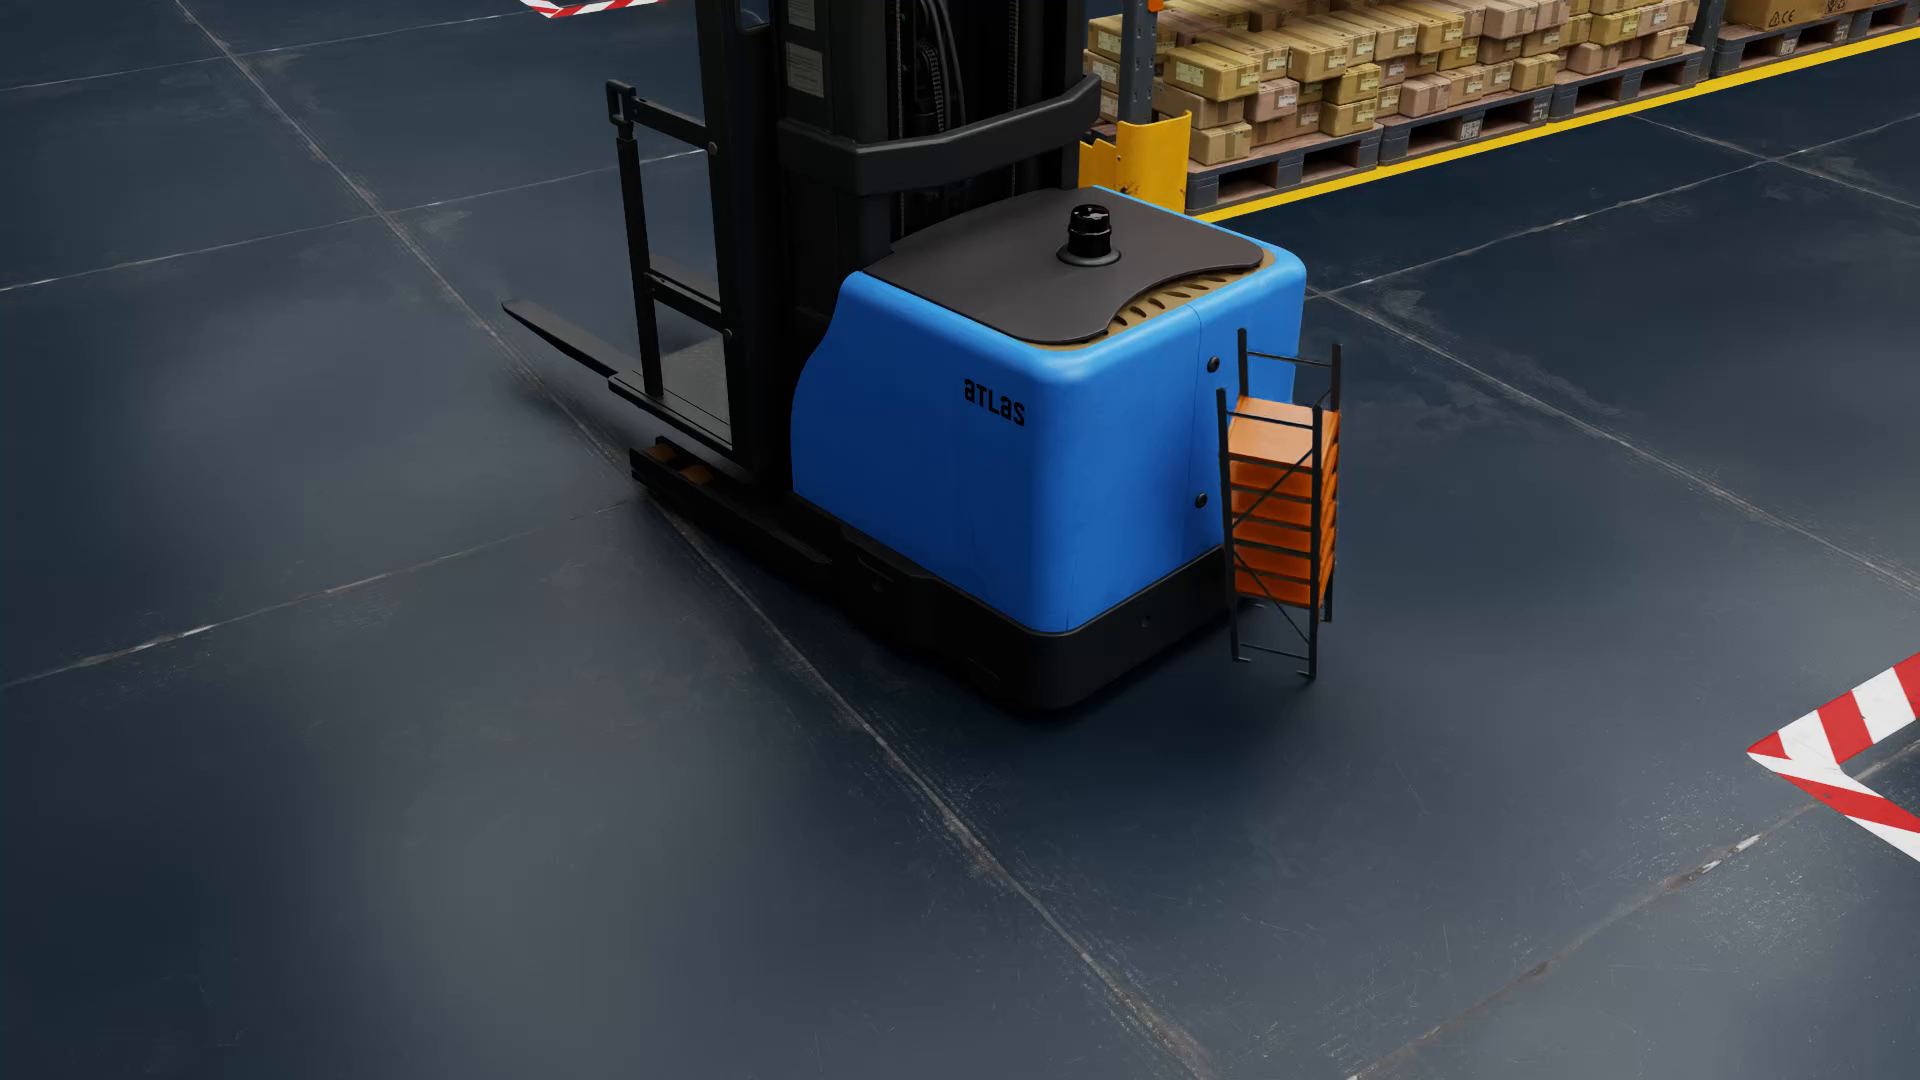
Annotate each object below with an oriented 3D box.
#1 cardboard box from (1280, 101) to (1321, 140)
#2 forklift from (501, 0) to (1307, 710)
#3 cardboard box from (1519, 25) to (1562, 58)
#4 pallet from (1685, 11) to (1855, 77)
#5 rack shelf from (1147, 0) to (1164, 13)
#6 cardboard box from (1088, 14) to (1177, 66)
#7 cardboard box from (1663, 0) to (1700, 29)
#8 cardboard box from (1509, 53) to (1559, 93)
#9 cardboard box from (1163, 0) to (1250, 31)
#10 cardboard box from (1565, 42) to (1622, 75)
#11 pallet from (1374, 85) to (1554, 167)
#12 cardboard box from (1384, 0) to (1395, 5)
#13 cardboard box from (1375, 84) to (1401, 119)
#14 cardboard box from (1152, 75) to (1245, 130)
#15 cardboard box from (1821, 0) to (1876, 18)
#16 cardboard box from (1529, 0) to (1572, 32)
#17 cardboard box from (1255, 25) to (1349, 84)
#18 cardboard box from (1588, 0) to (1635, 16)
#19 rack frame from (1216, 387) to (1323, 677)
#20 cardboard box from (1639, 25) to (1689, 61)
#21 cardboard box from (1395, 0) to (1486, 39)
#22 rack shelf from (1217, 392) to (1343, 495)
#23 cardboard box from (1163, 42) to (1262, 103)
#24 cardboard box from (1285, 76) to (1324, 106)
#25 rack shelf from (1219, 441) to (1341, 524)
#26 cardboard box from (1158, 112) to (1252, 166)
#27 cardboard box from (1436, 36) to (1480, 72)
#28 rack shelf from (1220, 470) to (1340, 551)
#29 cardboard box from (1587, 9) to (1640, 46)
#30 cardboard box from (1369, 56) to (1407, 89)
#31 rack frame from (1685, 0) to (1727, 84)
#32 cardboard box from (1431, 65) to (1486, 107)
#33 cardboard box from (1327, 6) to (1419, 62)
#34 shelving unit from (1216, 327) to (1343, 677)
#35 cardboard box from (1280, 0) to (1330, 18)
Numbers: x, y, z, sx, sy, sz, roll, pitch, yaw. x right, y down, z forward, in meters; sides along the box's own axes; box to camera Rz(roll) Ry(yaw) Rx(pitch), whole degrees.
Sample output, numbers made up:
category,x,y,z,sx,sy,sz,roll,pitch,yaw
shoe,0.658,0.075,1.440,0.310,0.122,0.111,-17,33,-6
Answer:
category,x,y,z,sx,sy,sz,roll,pitch,yaw
cardboard box,1.508,-2.062,7.986,0.250,0.149,0.380,-19,37,-27
forklift,-0.436,-1.482,4.852,1.130,2.935,3.031,-27,41,-36
cardboard box,2.879,-2.635,8.616,0.250,0.149,0.380,-18,36,-26
pallet,4.529,-3.098,9.963,1.213,0.211,1.003,-19,37,-27
rack shelf,2.194,-3.169,8.136,4.000,0.370,1.077,-19,37,-27
cardboard box,0.821,-2.385,7.941,0.250,0.149,0.380,-19,37,-27
cardboard box,3.783,-2.915,9.060,0.250,0.149,0.380,-18,37,-26
cardboard box,2.860,-2.458,8.613,0.250,0.149,0.380,-19,37,-27
cardboard box,1.212,-2.564,8.224,0.250,0.149,0.380,-20,37,-28
cardboard box,3.279,-2.614,8.861,0.250,0.149,0.380,-20,38,-29
pallet,2.303,-2.307,8.709,1.213,0.211,1.003,-19,37,-27
cardboard box,2.146,-2.828,8.642,0.250,0.149,0.380,-19,37,-27
cardboard box,1.945,-2.203,8.210,0.250,0.149,0.380,-19,37,-27
cardboard box,1.093,-2.029,7.655,0.250,0.149,0.380,-17,36,-25
cardboard box,5.084,-3.420,9.810,0.500,0.500,0.500,-17,36,-25
cardboard box,2.881,-2.729,8.485,0.250,0.149,0.380,-21,38,-30
cardboard box,1.585,-2.267,7.753,0.250,0.149,0.380,-19,37,-27
cardboard box,3.318,-2.888,8.738,0.250,0.149,0.380,-19,37,-28
rack frame,0.786,0.019,4.191,0.240,1.200,0.006,12,59,19
cardboard box,3.730,-2.757,9.088,0.250,0.149,0.380,-18,37,-27
cardboard box,2.392,-2.623,8.317,0.250,0.149,0.380,-19,37,-27
rack shelf,0.766,-0.232,3.980,0.258,0.103,0.180,12,59,19
cardboard box,1.138,-2.118,7.516,0.250,0.149,0.380,-21,38,-29
cardboard box,1.511,-2.193,7.915,0.250,0.149,0.380,-18,37,-27
rack shelf,0.785,-0.165,4.078,0.258,0.103,0.180,12,59,19
cardboard box,1.127,-1.875,7.689,0.250,0.149,0.380,-18,37,-26
cardboard box,2.395,-2.509,8.415,0.250,0.149,0.380,-17,36,-25
rack shelf,0.805,-0.097,4.175,0.258,0.103,0.180,12,59,19
cardboard box,3.346,-2.746,8.792,0.250,0.149,0.380,-20,38,-29
cardboard box,1.957,-2.338,8.145,0.250,0.149,0.380,-21,38,-29
rack frame,3.875,-4.051,8.861,0.127,3.000,1.000,-19,37,-27
cardboard box,2.420,-2.328,8.407,0.250,0.149,0.380,-19,37,-27
cardboard box,1.987,-2.451,8.045,0.250,0.149,0.380,-17,36,-25
shelving unit,0.817,-0.055,4.236,0.258,1.200,0.189,12,59,19
cardboard box,1.659,-2.713,8.460,0.250,0.149,0.380,-18,36,-26
